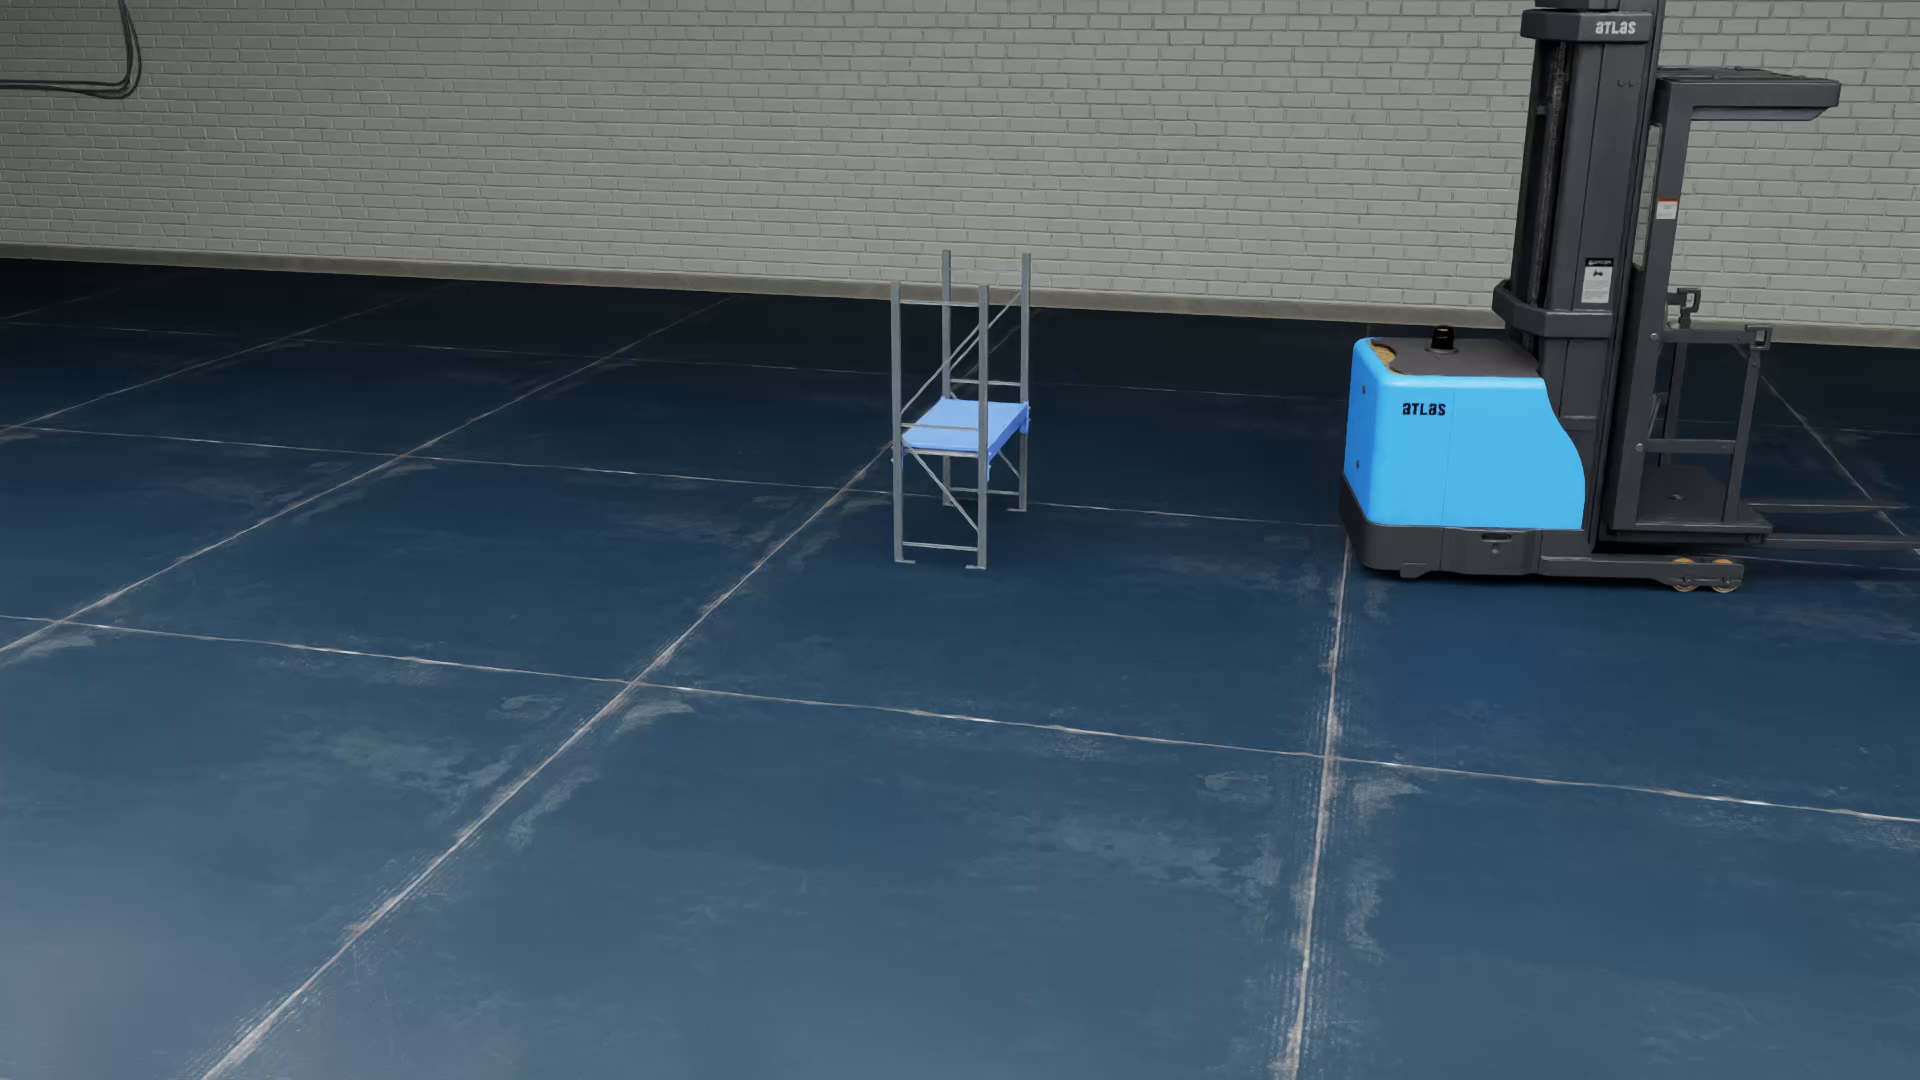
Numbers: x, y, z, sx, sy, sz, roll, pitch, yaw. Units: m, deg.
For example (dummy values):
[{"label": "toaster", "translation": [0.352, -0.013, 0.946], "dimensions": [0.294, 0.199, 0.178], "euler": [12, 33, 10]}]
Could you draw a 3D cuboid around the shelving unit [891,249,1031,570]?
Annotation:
[{"label": "shelving unit", "translation": [0.021, -0.736, 9.023], "dimensions": [0.538, 1.500, 1.048], "euler": [5, 19, 13]}]

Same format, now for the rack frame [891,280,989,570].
[{"label": "rack frame", "translation": [-0.103, -0.577, 8.557], "dimensions": [0.500, 1.500, 0.032], "euler": [5, 19, 13]}]

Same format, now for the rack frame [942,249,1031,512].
[{"label": "rack frame", "translation": [0.145, -0.896, 9.490], "dimensions": [0.500, 1.500, 0.032], "euler": [5, 19, 13]}]

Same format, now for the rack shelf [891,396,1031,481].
[{"label": "rack shelf", "translation": [0.021, -0.566, 9.082], "dimensions": [0.538, 0.185, 1.000], "euler": [5, 19, 13]}]

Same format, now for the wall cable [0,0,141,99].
[{"label": "wall cable", "translation": [-9.920, -5.830, 17.137], "dimensions": [3.097, 2.526, 0.112], "euler": [5, 19, 13]}]

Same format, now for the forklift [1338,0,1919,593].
[{"label": "forklift", "translation": [3.620, -1.300, 8.459], "dimensions": [3.031, 2.935, 1.130], "euler": [1, 19, 4]}]
